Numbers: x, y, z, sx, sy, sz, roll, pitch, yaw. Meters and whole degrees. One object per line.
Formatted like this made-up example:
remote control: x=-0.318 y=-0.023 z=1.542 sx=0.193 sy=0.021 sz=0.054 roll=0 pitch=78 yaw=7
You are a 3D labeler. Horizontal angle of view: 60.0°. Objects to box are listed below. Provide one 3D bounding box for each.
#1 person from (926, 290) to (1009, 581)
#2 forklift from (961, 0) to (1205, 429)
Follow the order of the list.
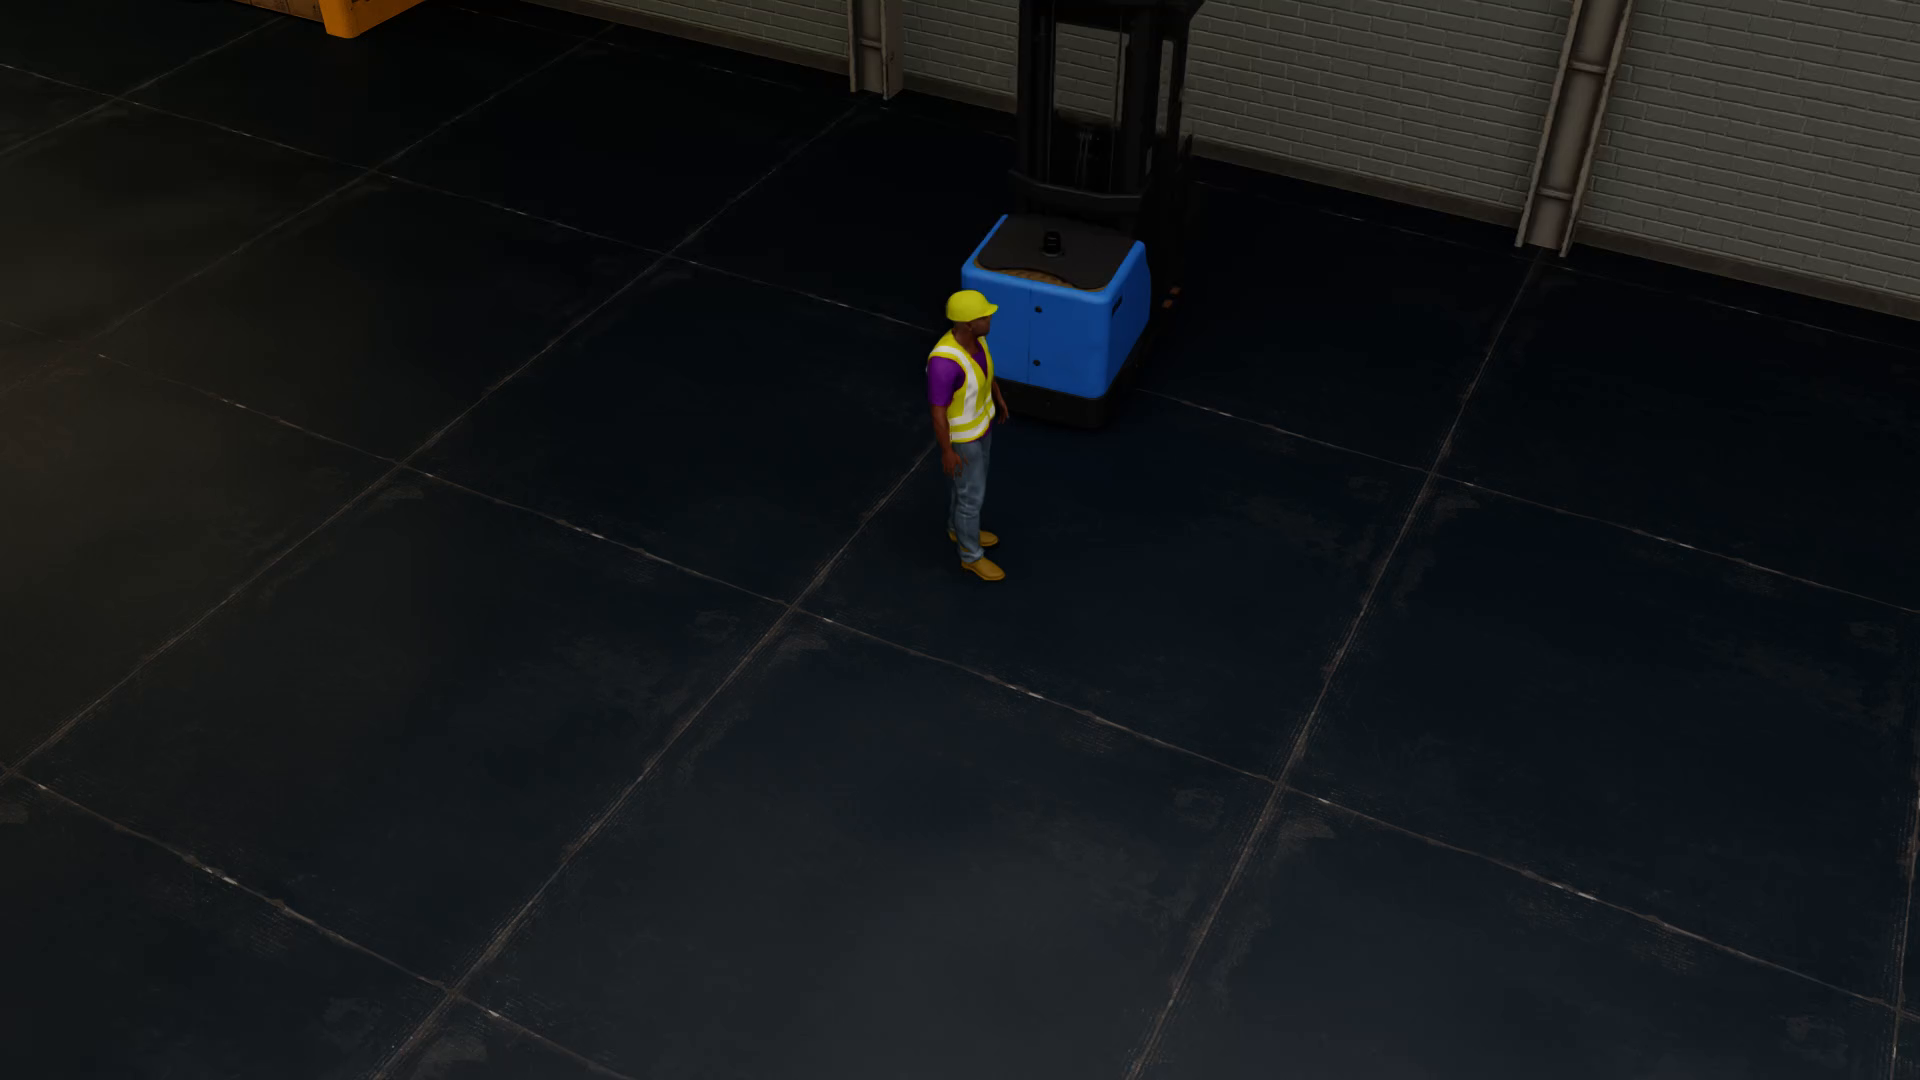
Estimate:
person: x=0.107 y=-0.653 z=9.675 sx=0.530 sy=1.764 sz=0.701 roll=13 pitch=42 yaw=15
forklift: x=1.017 y=-2.810 z=11.323 sx=1.130 sy=2.935 sz=3.031 roll=15 pitch=42 yaw=17
